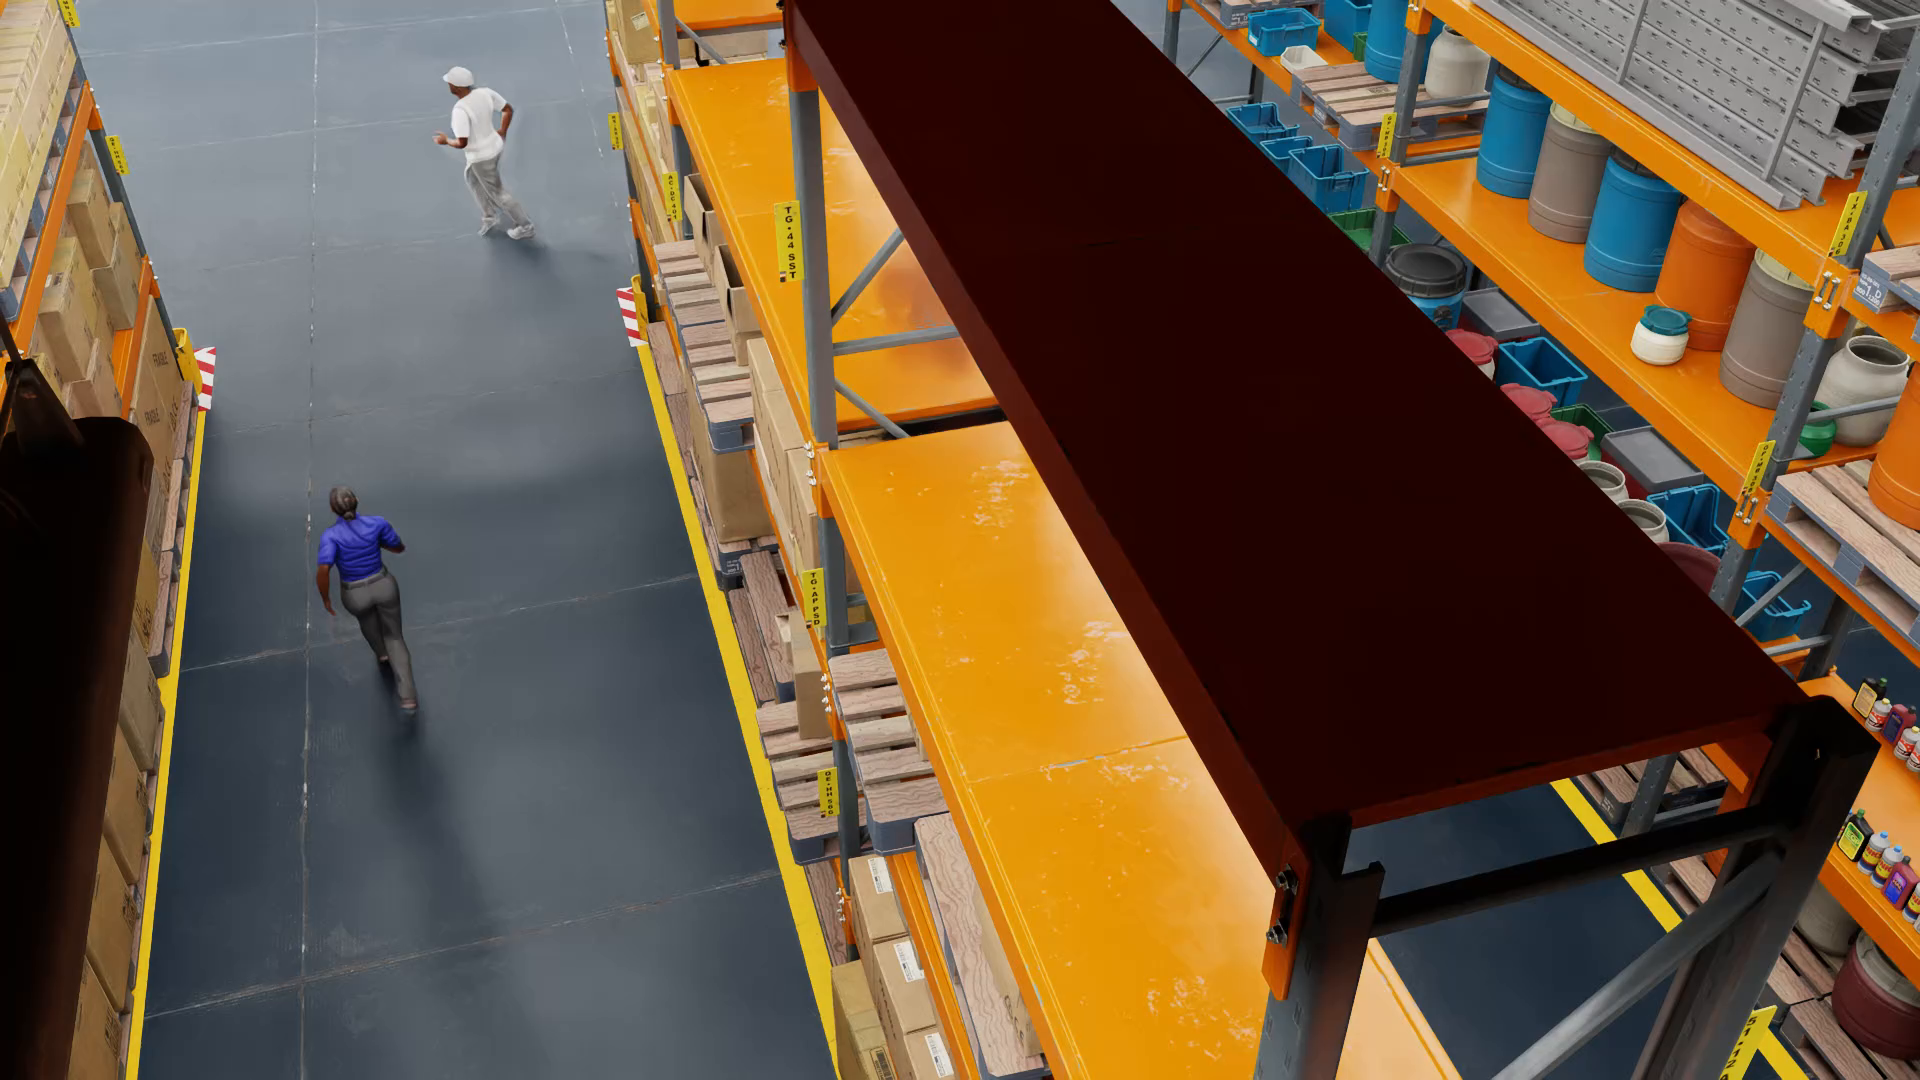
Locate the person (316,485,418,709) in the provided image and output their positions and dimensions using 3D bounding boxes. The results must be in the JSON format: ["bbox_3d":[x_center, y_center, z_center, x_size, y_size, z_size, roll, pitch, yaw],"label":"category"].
[{"bbox_3d":[-3.890,0.405,11.002,0.600,1.693,0.918,-19,42,-22],"label":"person"}]

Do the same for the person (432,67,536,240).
[{"bbox_3d":[-4.617,-3.702,16.125,0.864,1.814,0.626,6,39,8],"label":"person"}]
